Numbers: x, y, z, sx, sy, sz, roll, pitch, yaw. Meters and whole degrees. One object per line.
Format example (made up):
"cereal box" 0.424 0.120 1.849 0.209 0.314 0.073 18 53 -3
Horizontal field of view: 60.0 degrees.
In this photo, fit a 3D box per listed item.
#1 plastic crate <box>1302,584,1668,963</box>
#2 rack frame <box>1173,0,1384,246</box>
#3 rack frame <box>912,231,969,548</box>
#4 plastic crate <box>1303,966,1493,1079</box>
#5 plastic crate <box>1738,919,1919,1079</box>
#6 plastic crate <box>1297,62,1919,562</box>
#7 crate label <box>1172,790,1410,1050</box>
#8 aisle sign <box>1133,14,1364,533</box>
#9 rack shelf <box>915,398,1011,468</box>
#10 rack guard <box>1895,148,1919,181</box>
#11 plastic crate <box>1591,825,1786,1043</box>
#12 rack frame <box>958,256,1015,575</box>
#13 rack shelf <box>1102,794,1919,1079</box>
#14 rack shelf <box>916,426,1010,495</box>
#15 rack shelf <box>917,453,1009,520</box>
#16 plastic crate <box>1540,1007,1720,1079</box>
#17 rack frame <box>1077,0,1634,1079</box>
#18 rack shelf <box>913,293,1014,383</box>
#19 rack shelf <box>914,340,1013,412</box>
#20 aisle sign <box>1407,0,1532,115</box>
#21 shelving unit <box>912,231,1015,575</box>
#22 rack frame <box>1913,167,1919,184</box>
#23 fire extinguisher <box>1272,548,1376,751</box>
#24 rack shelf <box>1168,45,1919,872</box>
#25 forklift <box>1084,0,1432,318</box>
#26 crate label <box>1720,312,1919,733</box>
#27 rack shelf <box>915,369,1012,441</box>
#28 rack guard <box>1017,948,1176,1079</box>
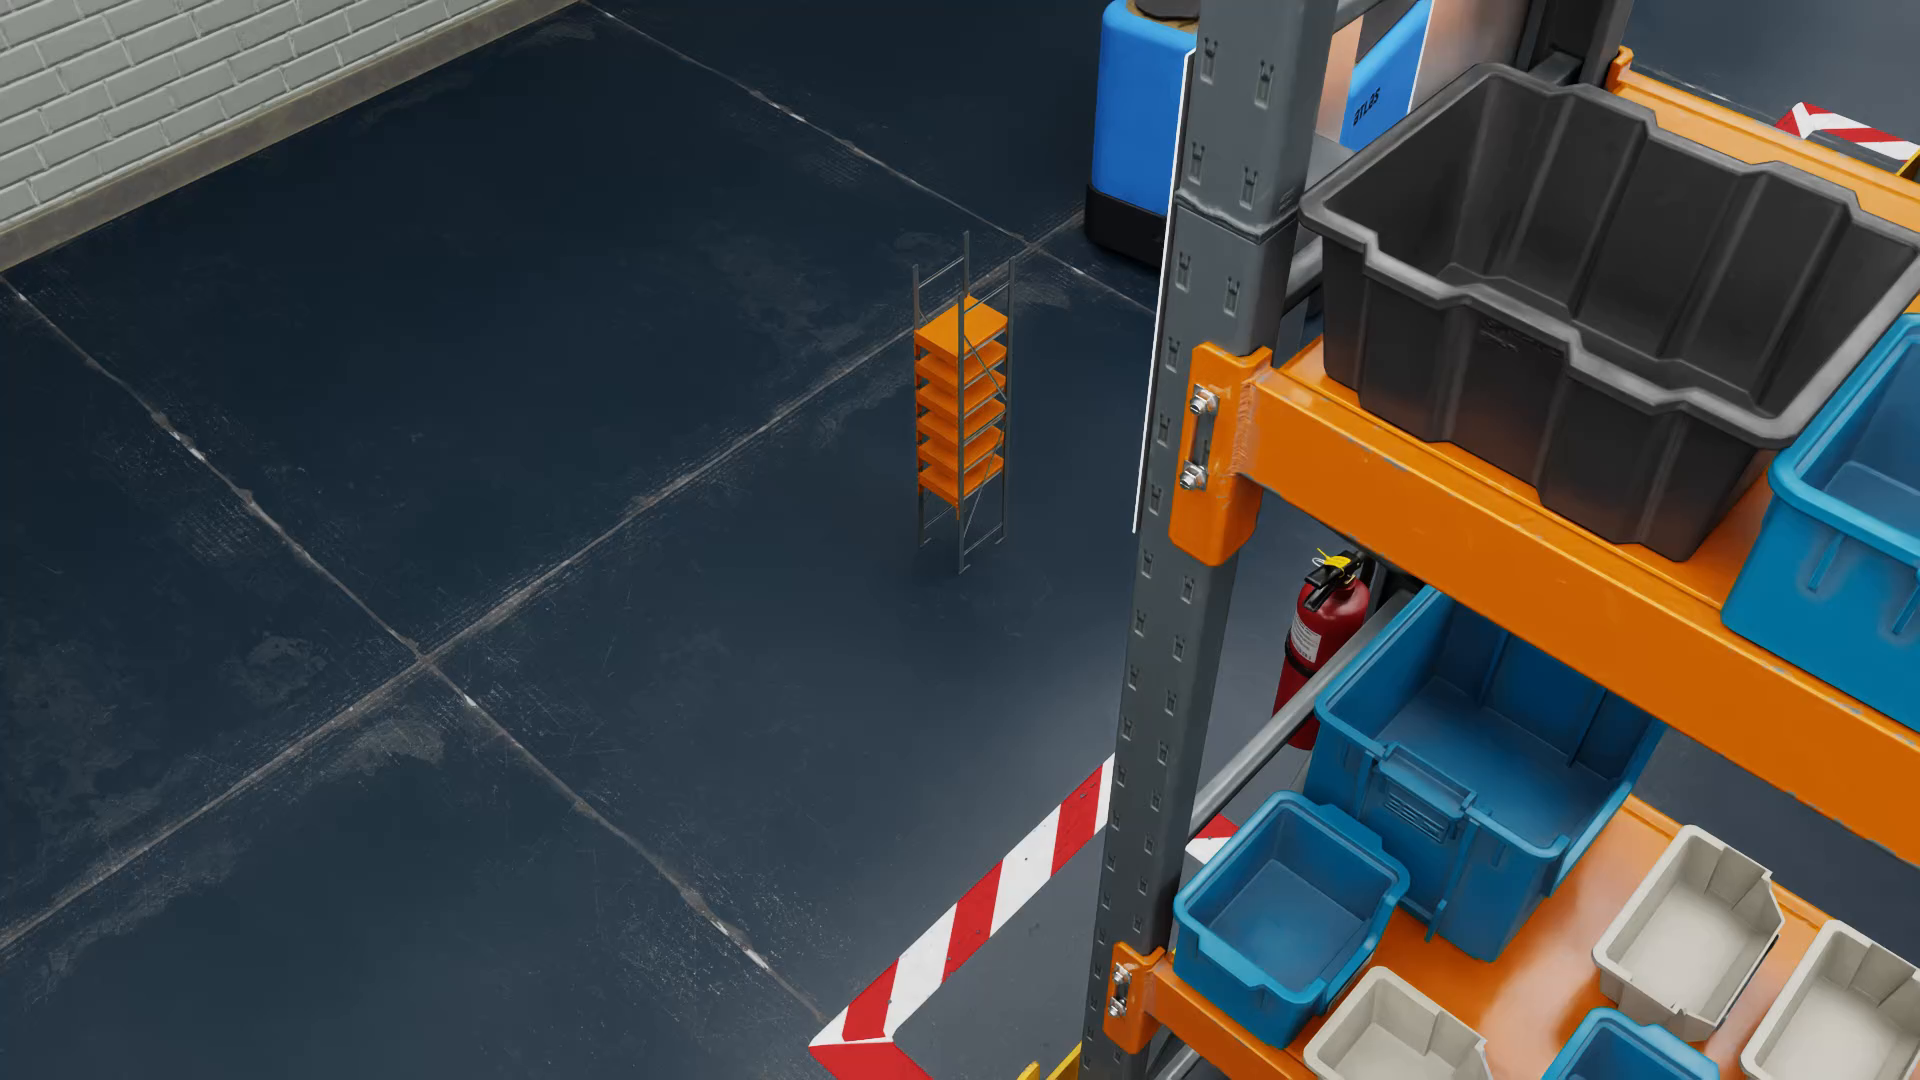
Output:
"plastic crate" 1.018 0.413 3.239 0.499 0.435 0.616 34 55 28
"rack frame" 0.645 -1.673 1.148 0.127 3.000 1.000 34 55 28
"rack frame" -0.057 -0.449 5.348 0.006 1.200 0.240 34 55 28
"plastic crate" 0.783 0.952 2.939 0.298 0.136 0.250 34 55 28
"plastic crate" 1.570 0.908 2.980 0.243 0.136 0.396 34 55 28
"plastic crate" 0.739 -0.262 1.970 0.590 0.269 0.497 34 55 28
"crate label" 0.603 0.716 3.094 0.303 0.233 0.416 34 55 28
"aisle sign" 0.390 -0.386 2.271 0.004 0.787 0.394 34 55 28
"rack shelf" 0.011 -0.373 5.338 0.180 0.103 0.258 34 55 28
"rack guard" 3.986 -1.429 6.749 0.348 0.500 1.175 34 55 28
"plastic crate" 1.367 0.757 3.122 0.243 0.136 0.396 34 55 28
"rack frame" 0.078 -0.358 5.263 0.006 1.200 0.240 34 55 28
"rack shelf" 2.115 1.616 2.669 4.000 0.370 1.077 34 55 28
"rack shelf" 0.011 -0.291 5.426 0.180 0.103 0.258 34 55 28
"rack shelf" 0.011 -0.209 5.513 0.180 0.103 0.258 34 55 28
"plastic crate" 1.087 1.041 2.788 0.300 0.233 0.416 34 55 28
"rack frame" 0.645 0.381 3.335 0.127 3.000 1.000 34 55 28
"rack shelf" 0.011 -0.620 5.076 0.180 0.103 0.258 34 55 28
"rack shelf" 0.011 -0.537 5.163 0.180 0.103 0.258 34 55 28
"aisle sign" 0.791 -0.702 2.568 0.004 0.787 0.394 34 55 28
"shelving unit" 0.011 -0.404 5.306 0.189 1.200 0.258 34 55 28
"rack frame" 4.004 -2.273 5.826 0.127 3.000 1.000 34 55 28
"fire extinguisher" 0.842 0.217 3.798 0.183 0.674 0.296 34 55 28
"rack shelf" 2.115 0.589 1.575 4.000 0.370 1.077 34 55 28
"forklift" 1.755 -2.908 6.470 1.130 2.935 3.031 26 52 23
"crate label" 1.104 0.034 1.705 0.502 0.251 0.408 34 55 28
"rack shelf" 0.011 -0.455 5.251 0.180 0.103 0.258 34 55 28
"rack guard" 0.618 1.231 4.251 0.348 0.500 1.175 34 55 28
